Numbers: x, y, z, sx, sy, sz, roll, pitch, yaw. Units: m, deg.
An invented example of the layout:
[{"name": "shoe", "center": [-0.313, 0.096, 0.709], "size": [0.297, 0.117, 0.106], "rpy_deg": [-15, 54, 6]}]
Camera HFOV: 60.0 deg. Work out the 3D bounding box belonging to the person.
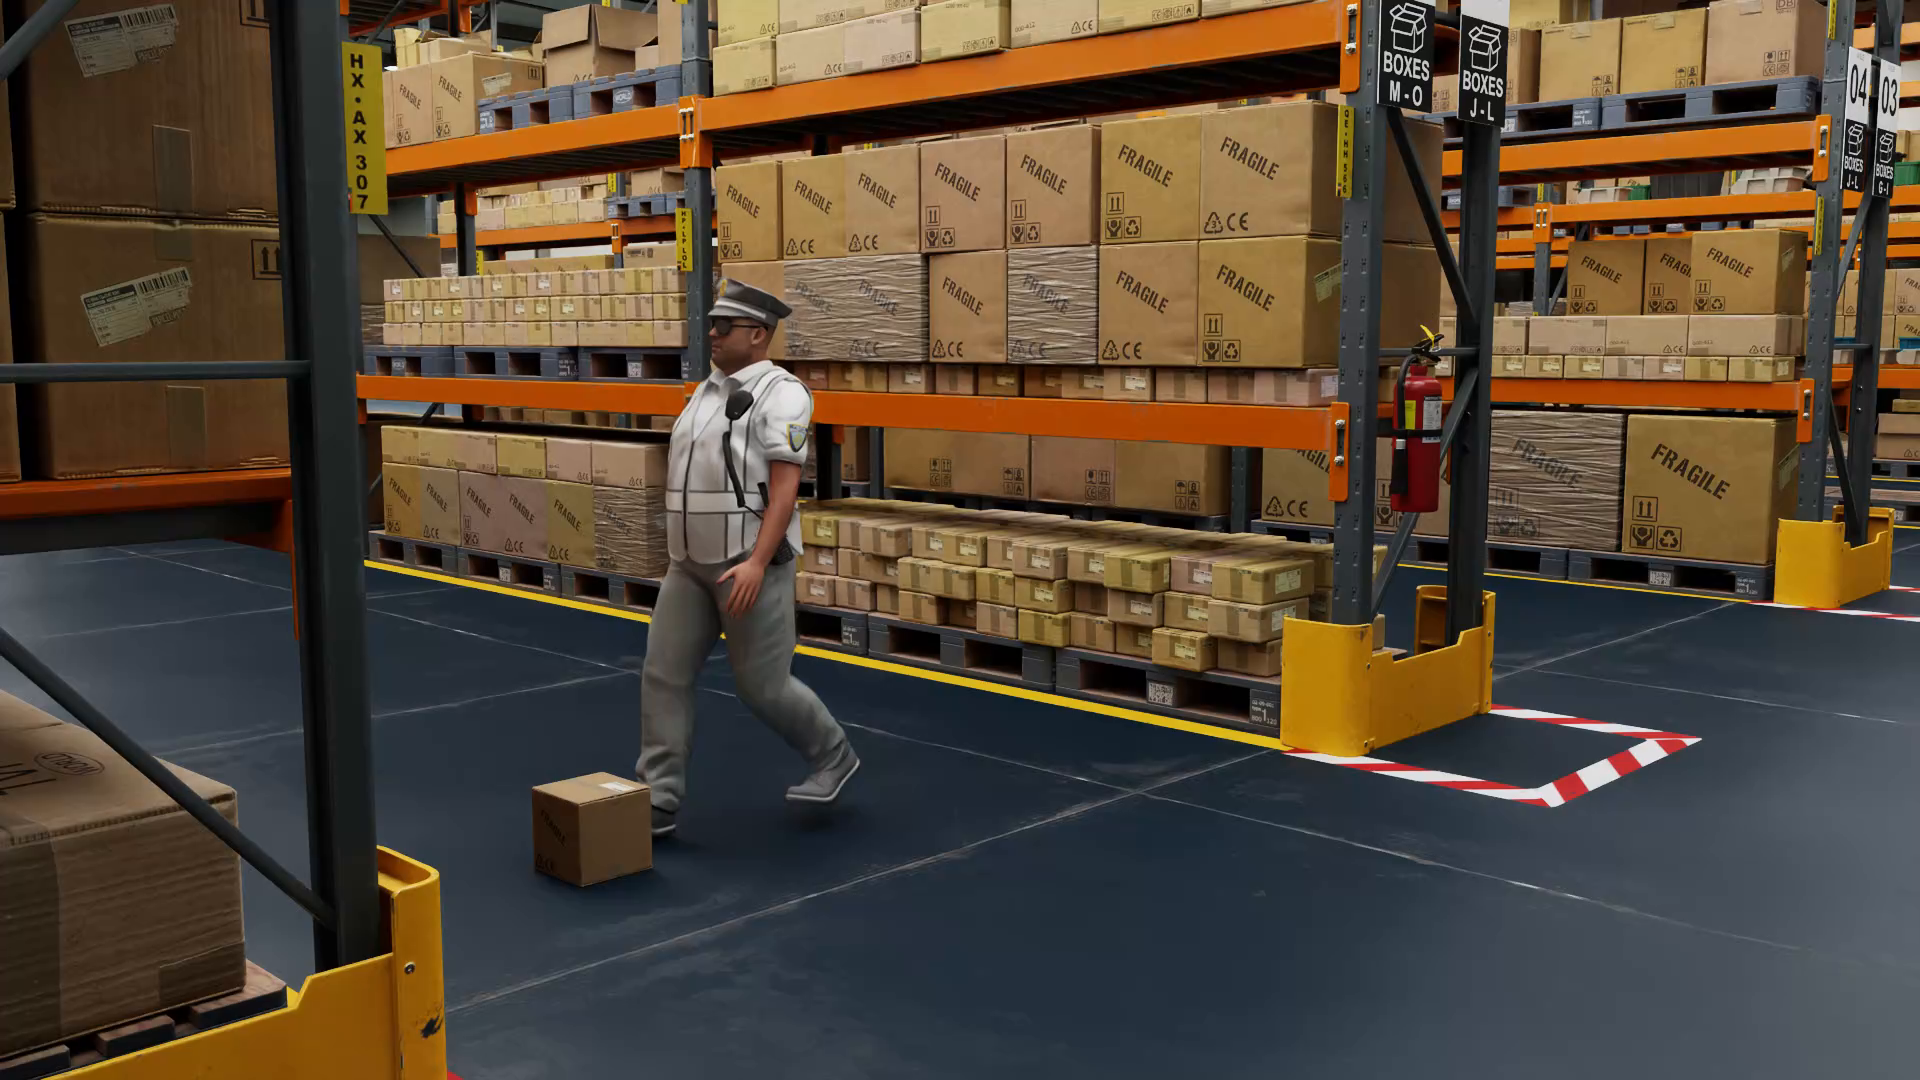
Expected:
[{"name": "person", "center": [-0.743, 0.054, 5.187], "size": [0.534, 1.736, 0.886], "rpy_deg": [6, 9, 39]}]
